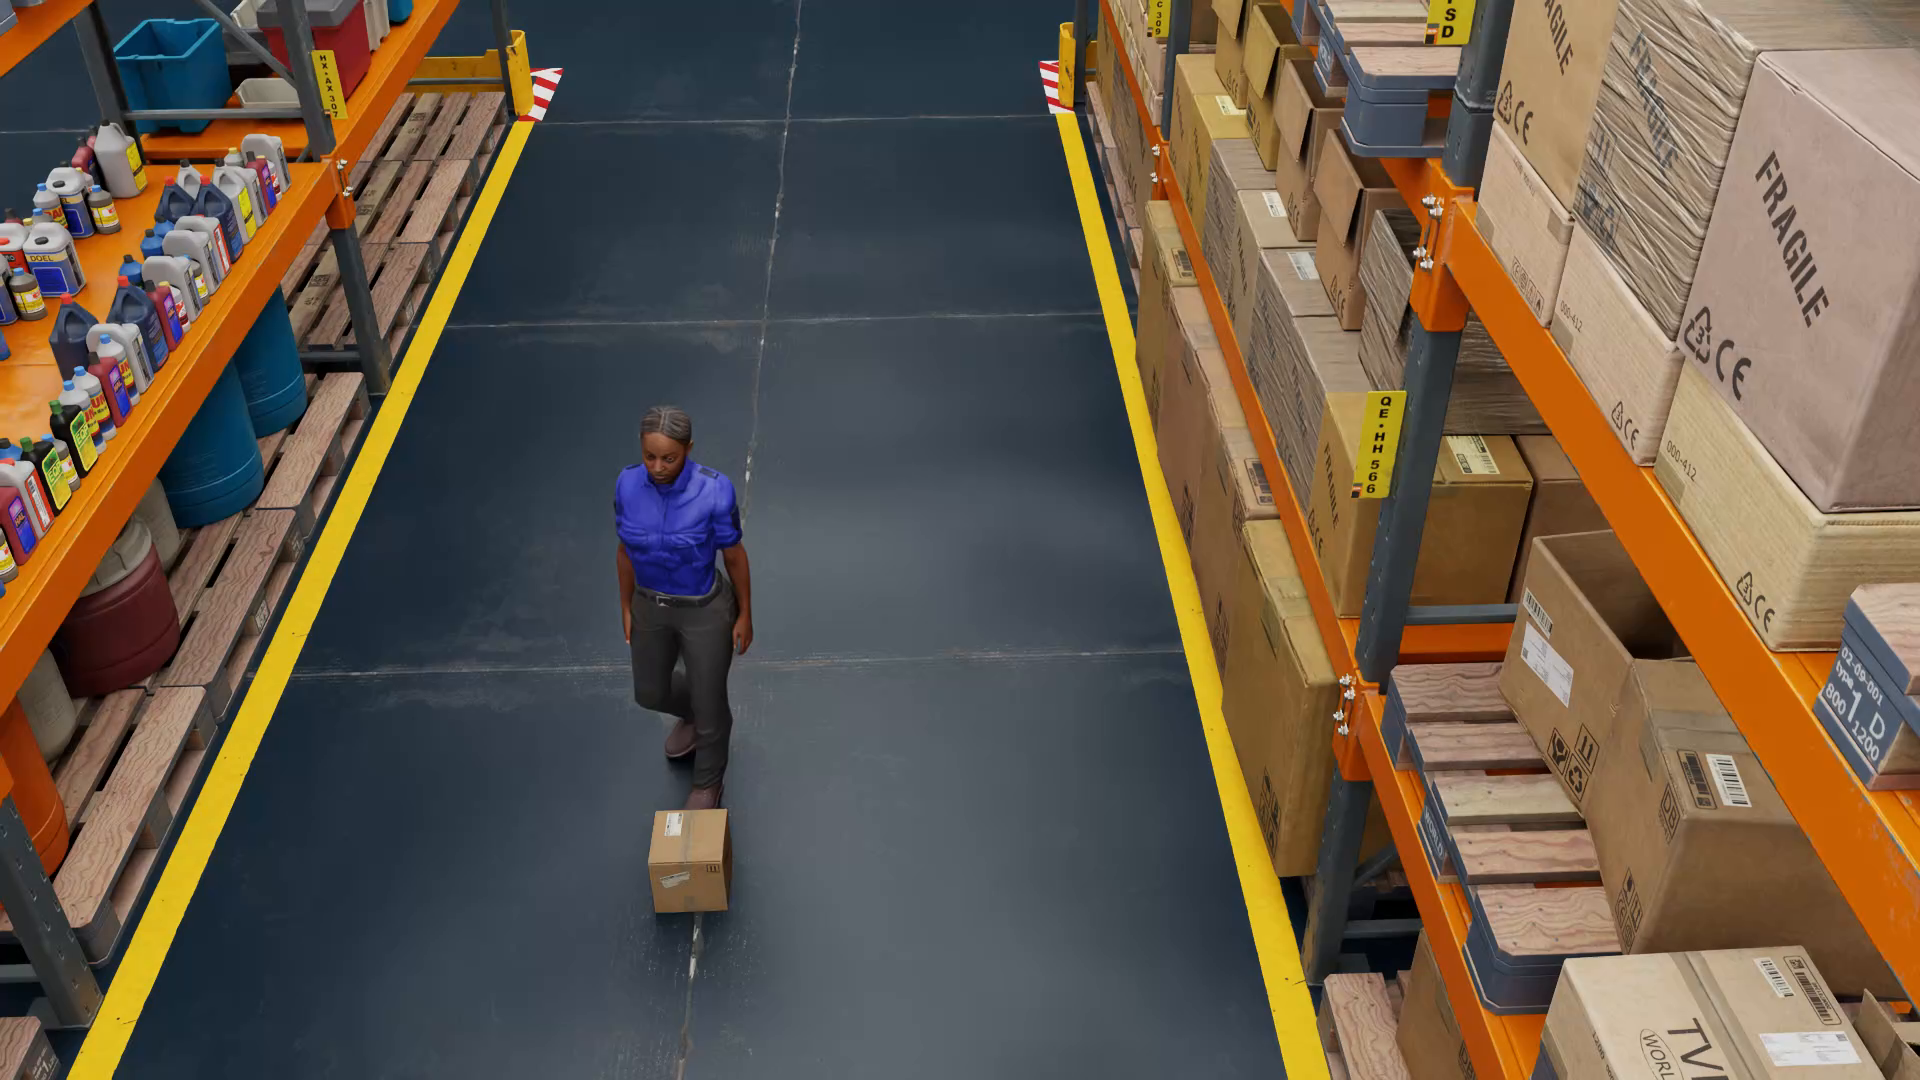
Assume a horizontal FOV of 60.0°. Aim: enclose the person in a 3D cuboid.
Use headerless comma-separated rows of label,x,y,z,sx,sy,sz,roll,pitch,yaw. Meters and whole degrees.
person,-0.947,0.227,5.805,0.463,1.652,0.585,8,36,11
